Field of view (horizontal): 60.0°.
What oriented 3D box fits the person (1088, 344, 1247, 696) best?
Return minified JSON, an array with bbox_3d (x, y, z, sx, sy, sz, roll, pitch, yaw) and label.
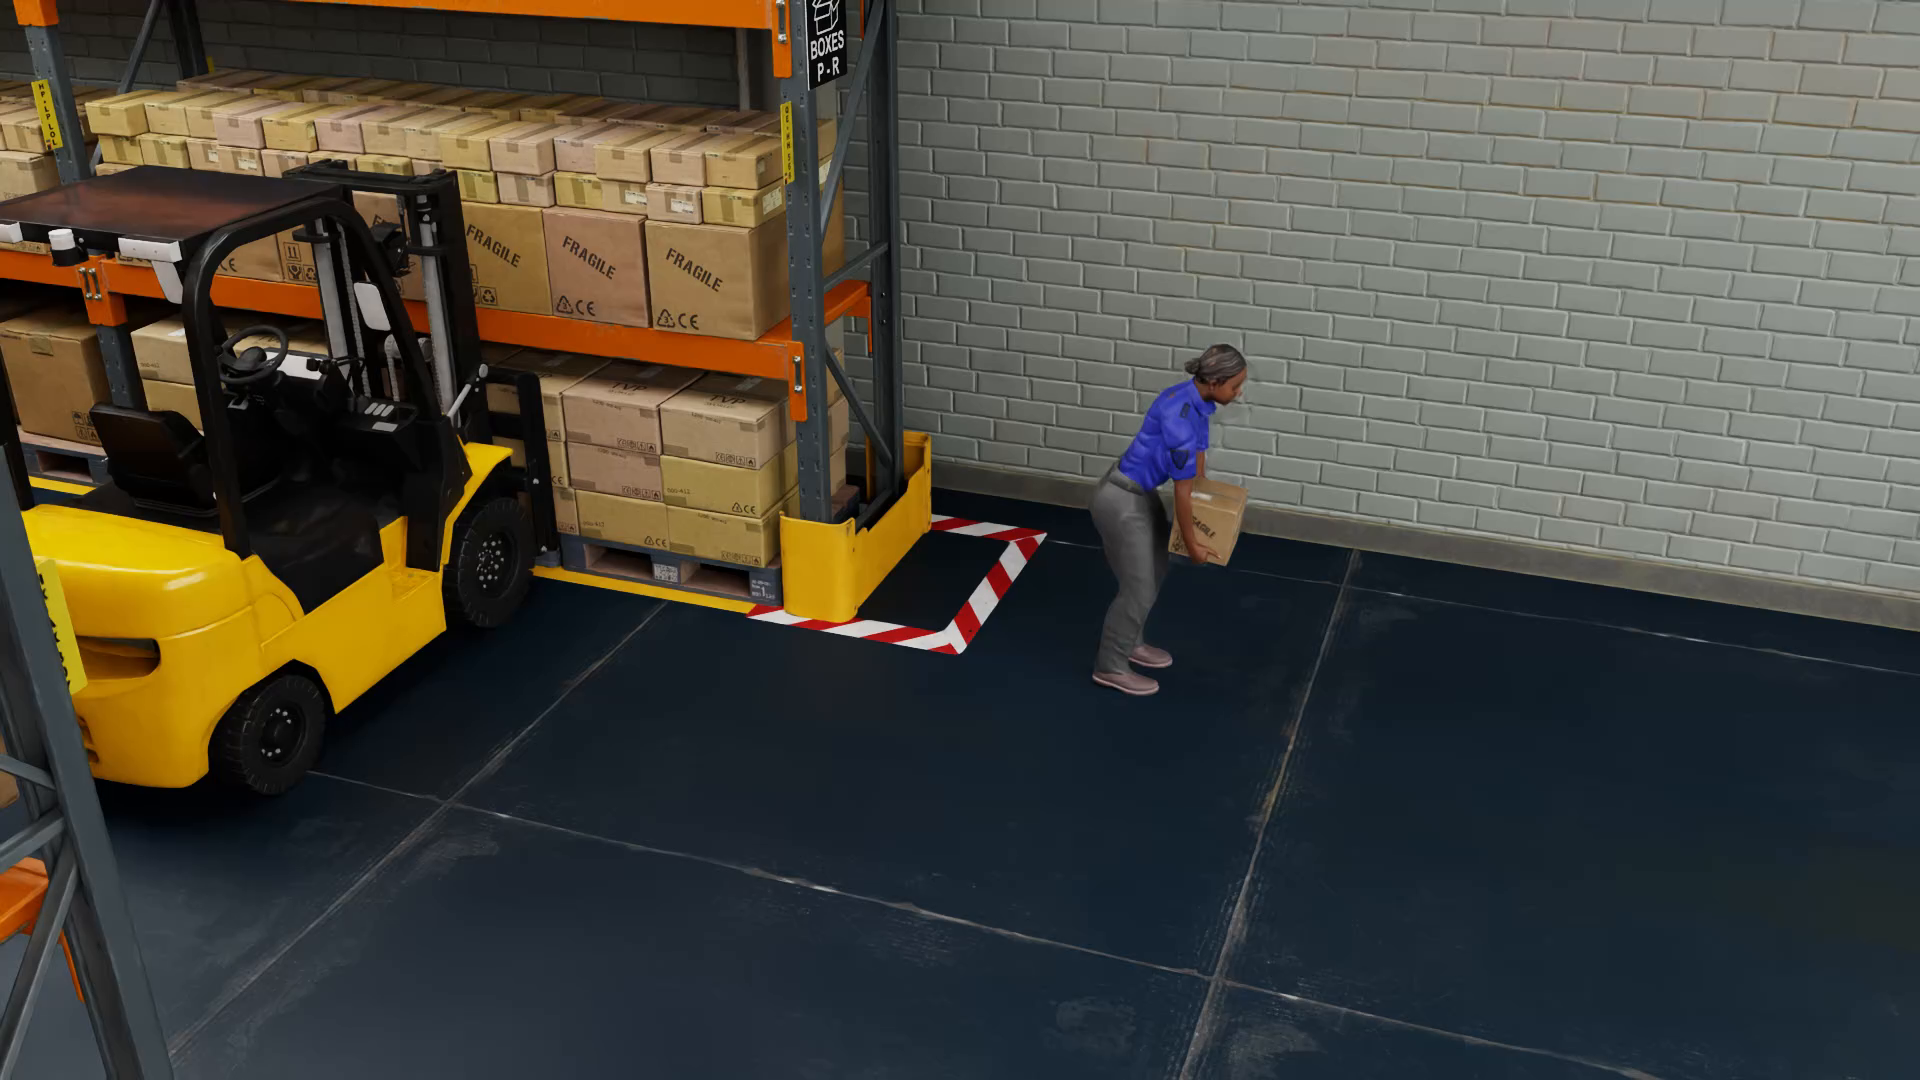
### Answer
[{"bbox_3d":[0.851,-0.097,6.950,0.595,1.551,0.409,8,27,17],"label":"person"}]
